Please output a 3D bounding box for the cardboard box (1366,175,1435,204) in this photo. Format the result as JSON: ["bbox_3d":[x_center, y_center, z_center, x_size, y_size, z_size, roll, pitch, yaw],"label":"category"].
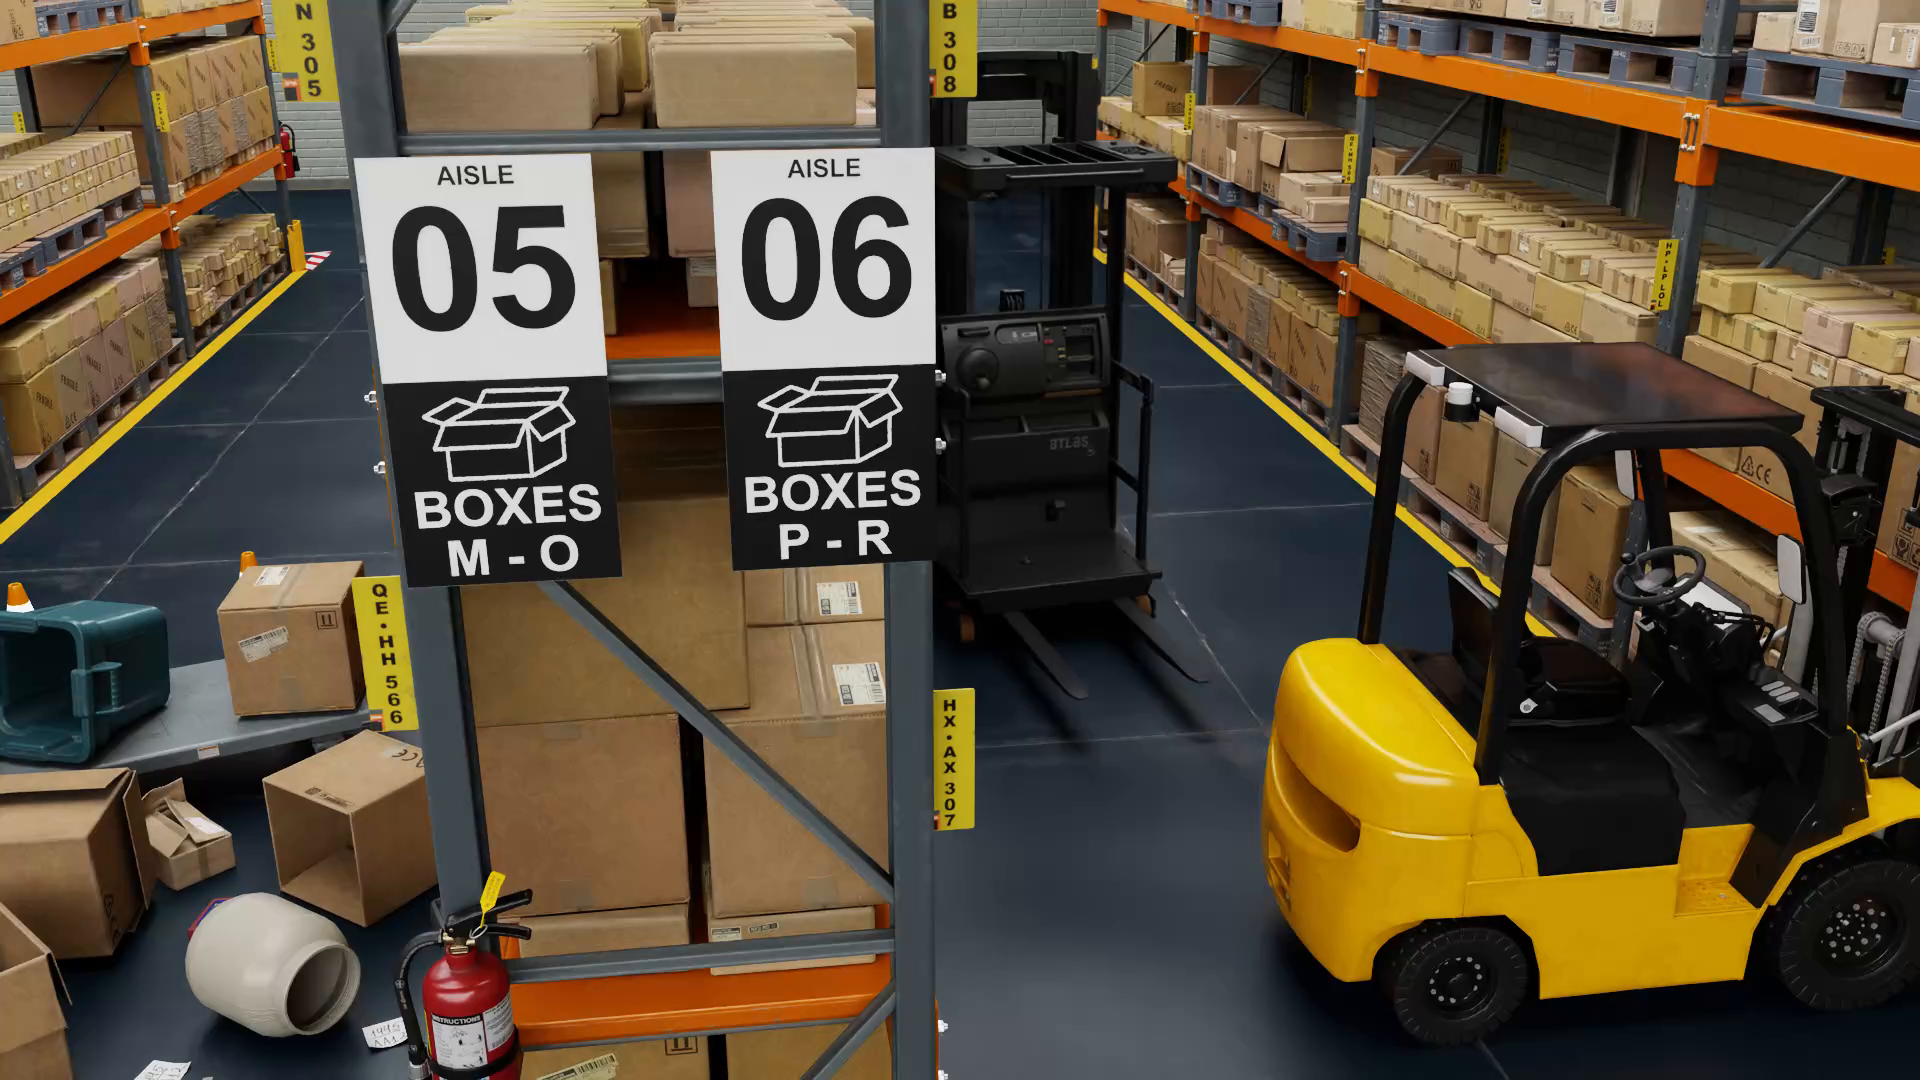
[{"bbox_3d":[2.956,-2.355,11.163,0.380,0.149,0.250,-2,21,-6],"label":"cardboard box"}]

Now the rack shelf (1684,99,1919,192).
[{"bbox_3d":[4.067,-1.120,5.669,1.077,0.370,4.000,-3,21,-8],"label":"rack shelf"}]

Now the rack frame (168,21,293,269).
[{"bbox_3d":[-7.747,-4.363,17.610,1.000,3.000,0.127,-3,21,-8],"label":"rack frame"}]

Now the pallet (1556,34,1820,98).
[{"bbox_3d":[3.638,-2.365,8.246,0.805,0.209,1.217,-4,21,-10],"label":"pallet"}]

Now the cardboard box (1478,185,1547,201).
[{"bbox_3d":[3.574,-2.200,10.749,0.380,0.149,0.250,-3,21,-8],"label":"cardboard box"}]

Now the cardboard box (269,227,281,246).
[{"bbox_3d":[-7.388,-3.195,17.532,0.380,0.149,0.250,-3,21,-9],"label":"cardboard box"}]

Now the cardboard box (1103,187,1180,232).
[{"bbox_3d":[2.043,-3.710,18.829,0.797,0.503,0.637,-4,21,-10],"label":"cardboard box"}]

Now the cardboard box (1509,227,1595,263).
[{"bbox_3d":[3.296,-1.643,9.258,0.380,0.149,0.250,-3,21,-7],"label":"cardboard box"}]

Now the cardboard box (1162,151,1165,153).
[{"bbox_3d":[2.198,-3.764,16.366,0.380,0.149,0.250,-2,21,-6],"label":"cardboard box"}]

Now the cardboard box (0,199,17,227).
[{"bbox_3d":[-6.547,-2.175,11.086,0.380,0.149,0.250,-4,21,-9],"label":"cardboard box"}]

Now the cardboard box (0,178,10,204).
[{"bbox_3d":[-6.541,-2.298,10.992,0.380,0.149,0.250,-3,21,-8],"label":"cardboard box"}]

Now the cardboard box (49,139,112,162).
[{"bbox_3d":[-6.844,-3.024,12.934,0.380,0.149,0.250,-4,21,-9],"label":"cardboard box"}]

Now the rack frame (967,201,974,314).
[{"bbox_3d":[-0.109,-1.090,10.134,0.400,2.100,0.015,-6,21,-16],"label":"rack frame"}]

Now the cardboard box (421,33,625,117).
[{"bbox_3d":[-0.896,-0.962,3.437,0.380,0.149,0.250,-3,21,-7],"label":"cardboard box"}]

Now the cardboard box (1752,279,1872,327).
[{"bbox_3d":[3.675,-1.024,7.175,0.380,0.149,0.250,-3,21,-7],"label":"cardboard box"}]

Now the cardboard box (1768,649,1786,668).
[{"bbox_3d":[3.678,0.645,6.818,0.500,0.250,0.500,-3,21,-8],"label":"cardboard box"}]

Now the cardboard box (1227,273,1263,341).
[{"bbox_3d":[2.626,-2.004,14.267,0.500,0.500,0.500,-4,21,-9],"label":"cardboard box"}]

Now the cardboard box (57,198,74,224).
[{"bbox_3d":[-6.687,-2.386,12.077,0.380,0.149,0.250,-4,21,-10],"label":"cardboard box"}]

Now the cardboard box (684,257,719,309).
[{"bbox_3d":[-0.409,-0.613,3.642,0.380,0.149,0.250,-4,21,-9],"label":"cardboard box"}]

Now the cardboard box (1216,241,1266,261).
[{"bbox_3d":[2.530,-2.614,14.973,0.380,0.149,0.250,-3,21,-9],"label":"cardboard box"}]

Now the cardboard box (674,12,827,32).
[{"bbox_3d":[-0.526,-1.250,4.207,0.380,0.149,0.250,-3,21,-8],"label":"cardboard box"}]

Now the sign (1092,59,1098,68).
[{"bbox_3d":[1.512,-5.277,18.821,0.100,0.325,0.005,-3,21,-8],"label":"sign"}]

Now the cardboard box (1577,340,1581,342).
[{"bbox_3d":[3.447,-0.835,8.380,0.500,0.250,0.500,-2,21,-7],"label":"cardboard box"}]

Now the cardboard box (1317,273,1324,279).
[{"bbox_3d":[3.199,-2.196,13.853,0.380,0.149,0.250,-4,21,-10],"label":"cardboard box"}]

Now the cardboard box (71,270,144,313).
[{"bbox_3d":[-6.751,-1.931,13.000,0.500,0.250,0.500,-2,21,-5],"label":"cardboard box"}]

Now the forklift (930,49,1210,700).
[{"bbox_3d":[0.416,-0.976,8.640,1.130,2.935,3.031,-6,21,-16],"label":"forklift"}]

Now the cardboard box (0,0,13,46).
[{"bbox_3d":[-6.491,-3.429,10.679,0.500,0.500,0.500,-3,21,-8],"label":"cardboard box"}]

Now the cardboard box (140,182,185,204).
[{"bbox_3d":[-6.887,-2.975,14.253,0.380,0.149,0.250,-2,21,-6],"label":"cardboard box"}]

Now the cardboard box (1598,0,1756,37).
[{"bbox_3d":[3.433,-2.590,7.959,0.500,0.311,0.500,-4,21,-9],"label":"cardboard box"}]

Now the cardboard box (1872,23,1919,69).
[{"bbox_3d":[3.653,-1.839,6.180,0.380,0.149,0.250,-2,21,-6],"label":"cardboard box"}]

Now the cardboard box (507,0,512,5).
[{"bbox_3d":[-1.304,-1.755,5.561,0.380,0.149,0.250,-3,21,-8],"label":"cardboard box"}]

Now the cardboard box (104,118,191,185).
[{"bbox_3d":[-6.992,-3.348,14.325,0.500,0.500,0.500,-3,21,-9],"label":"cardboard box"}]

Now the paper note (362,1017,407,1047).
[{"bbox_3d":[-1.955,1.679,5.677,0.142,0.019,0.148,-11,23,-26],"label":"paper note"}]

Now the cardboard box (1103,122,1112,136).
[{"bbox_3d":[1.824,-4.654,18.748,0.380,0.149,0.250,-3,21,-8],"label":"cardboard box"}]

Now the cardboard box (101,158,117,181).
[{"bbox_3d":[-6.845,-2.891,13.004,0.380,0.149,0.250,-2,21,-5],"label":"cardboard box"}]

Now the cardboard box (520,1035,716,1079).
[{"bbox_3d":[-0.930,1.368,4.524,0.500,0.500,0.500,-3,21,-7],"label":"cardboard box"}]

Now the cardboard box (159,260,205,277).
[{"bbox_3d":[-7.081,-2.431,15.062,0.380,0.149,0.250,-3,21,-9],"label":"cardboard box"}]

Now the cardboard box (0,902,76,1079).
[{"bbox_3d":[-3.315,1.581,5.263,0.637,0.503,0.797,17,27,39],"label":"cardboard box"}]

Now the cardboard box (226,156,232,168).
[{"bbox_3d":[-7.321,-3.696,16.184,0.380,0.149,0.250,-4,21,-10],"label":"cardboard box"}]

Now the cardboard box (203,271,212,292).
[{"bbox_3d":[-7.138,-2.379,15.349,0.380,0.149,0.250,-4,21,-11],"label":"cardboard box"}]

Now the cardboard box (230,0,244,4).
[{"bbox_3d":[-7.338,-5.377,16.253,0.500,0.250,0.500,-3,21,-8],"label":"cardboard box"}]

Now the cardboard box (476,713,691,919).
[{"bbox_3d":[-0.907,0.532,3.936,0.500,0.500,0.500,-3,21,-9],"label":"cardboard box"}]

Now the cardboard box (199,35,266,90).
[{"bbox_3d":[-7.434,-4.871,16.975,0.500,0.500,0.500,-3,21,-9],"label":"cardboard box"}]

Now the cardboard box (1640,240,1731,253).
[{"bbox_3d":[3.861,-1.497,8.867,0.380,0.149,0.250,-3,21,-8],"label":"cardboard box"}]

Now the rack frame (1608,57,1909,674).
[{"bbox_3d":[3.778,-0.744,7.922,1.000,3.000,0.127,-3,21,-8],"label":"rack frame"}]

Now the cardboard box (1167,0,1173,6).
[{"bbox_3d":[2.188,-5.175,15.856,0.380,0.149,0.250,-3,21,-8],"label":"cardboard box"}]

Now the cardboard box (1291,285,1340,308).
[{"bbox_3d":[2.823,-1.897,13.054,0.380,0.149,0.250,-2,21,-6],"label":"cardboard box"}]

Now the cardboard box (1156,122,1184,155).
[{"bbox_3d":[2.223,-3.920,16.214,0.500,0.250,0.500,-3,21,-8],"label":"cardboard box"}]

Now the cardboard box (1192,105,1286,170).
[{"bbox_3d":[2.474,-3.579,14.768,0.700,0.500,0.500,-2,21,-6],"label":"cardboard box"}]

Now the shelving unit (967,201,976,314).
[{"bbox_3d":[-0.180,-1.172,10.353,0.431,2.100,0.503,-6,21,-16],"label":"shelving unit"}]

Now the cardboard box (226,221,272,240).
[{"bbox_3d":[-7.277,-3.159,17.011,0.380,0.149,0.250,-3,21,-9],"label":"cardboard box"}]

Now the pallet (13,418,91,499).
[{"bbox_3d":[-6.705,-0.557,11.406,1.003,0.211,1.213,-3,21,-8],"label":"pallet"}]

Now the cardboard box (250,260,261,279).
[{"bbox_3d":[-7.227,-2.702,16.639,0.380,0.149,0.250,-4,21,-10],"label":"cardboard box"}]

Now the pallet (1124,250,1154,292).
[{"bbox_3d":[2.348,-2.869,17.596,1.003,0.211,1.213,-3,21,-8],"label":"pallet"}]

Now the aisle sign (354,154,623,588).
[{"bbox_3d":[-0.834,-0.289,2.988,0.394,0.787,0.004,-3,21,-8],"label":"aisle sign"}]

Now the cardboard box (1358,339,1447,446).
[{"bbox_3d":[3.278,-0.997,11.392,0.875,0.625,0.625,-2,21,-6],"label":"cardboard box"}]

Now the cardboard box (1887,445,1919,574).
[{"bbox_3d":[3.801,-0.094,6.039,0.500,0.500,0.500,-3,21,-7],"label":"cardboard box"}]

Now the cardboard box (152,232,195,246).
[{"bbox_3d":[-7.791,-2.943,16.432,0.380,0.149,0.250,-2,21,-6],"label":"cardboard box"}]

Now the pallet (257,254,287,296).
[{"bbox_3d":[-7.653,-2.747,17.269,1.003,0.211,1.213,-3,21,-8],"label":"pallet"}]

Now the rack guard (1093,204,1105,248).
[{"bbox_3d":[2.059,-3.702,19.413,1.175,0.500,0.348,-3,21,-8],"label":"rack guard"}]
